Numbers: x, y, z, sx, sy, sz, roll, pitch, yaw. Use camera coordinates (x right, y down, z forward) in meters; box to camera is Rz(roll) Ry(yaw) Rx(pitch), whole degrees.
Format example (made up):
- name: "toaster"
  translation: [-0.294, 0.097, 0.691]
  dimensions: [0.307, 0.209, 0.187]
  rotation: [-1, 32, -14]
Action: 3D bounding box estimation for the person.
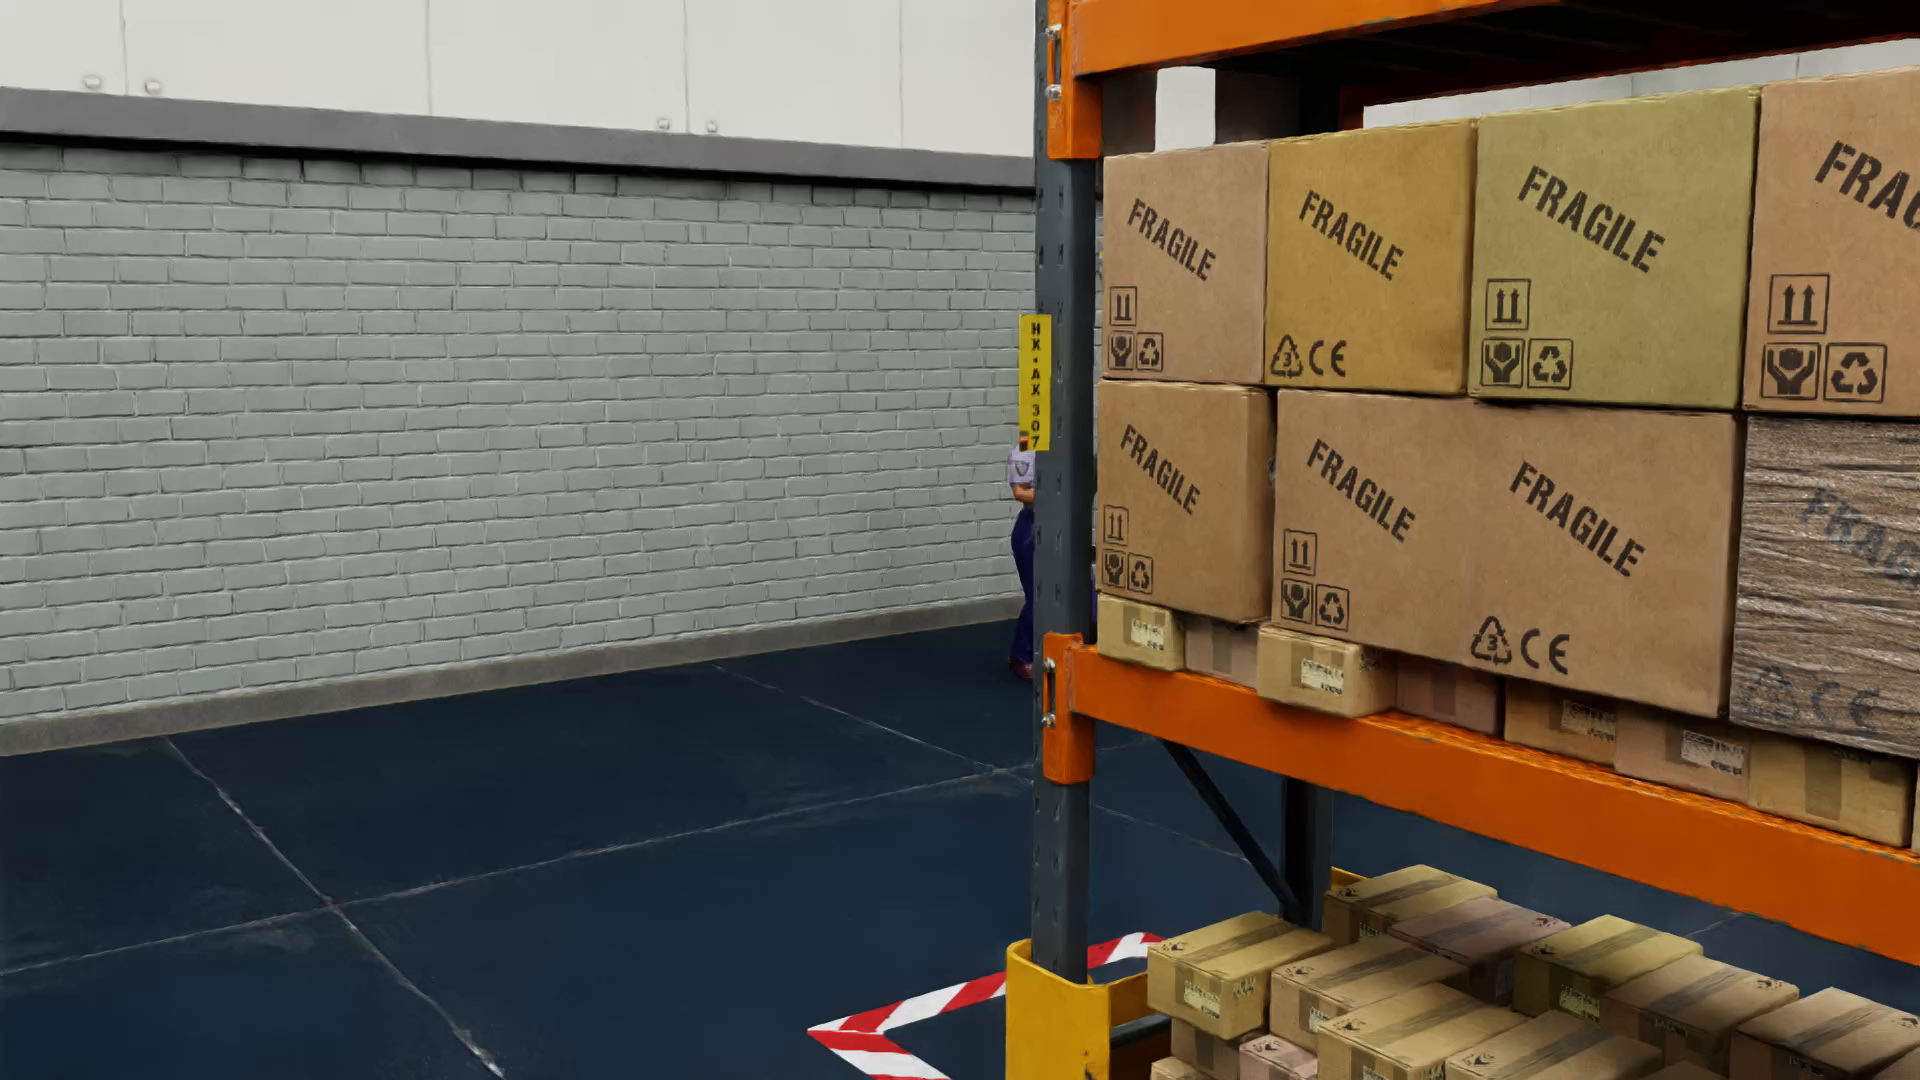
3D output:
- name: "person"
  translation: [0.570, 0.019, 9.328]
  dimensions: [0.566, 1.620, 0.804]
  rotation: [-7, 10, -40]
